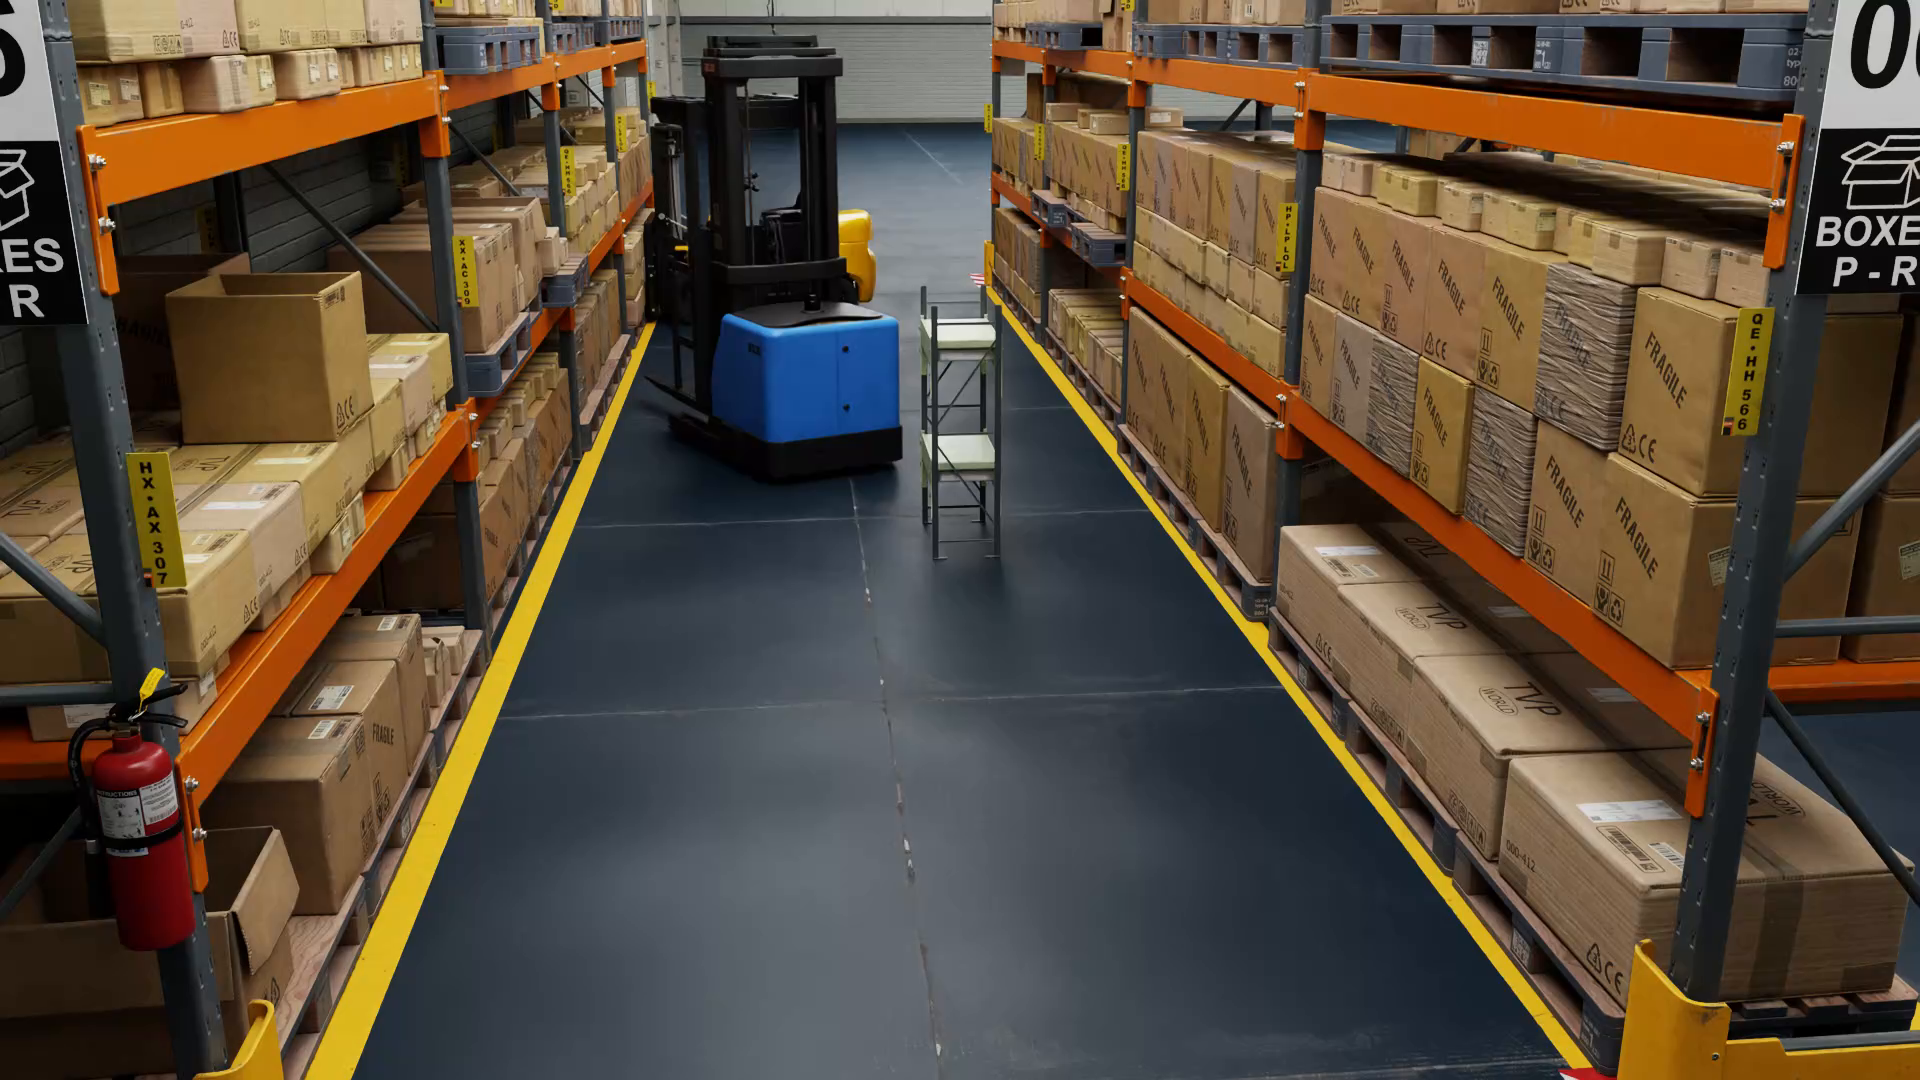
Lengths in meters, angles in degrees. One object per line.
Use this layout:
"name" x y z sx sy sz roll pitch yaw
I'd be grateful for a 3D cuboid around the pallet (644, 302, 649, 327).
"pallet" -3.817 -2.462 17.665 1.003 0.211 1.213 -2 18 -6

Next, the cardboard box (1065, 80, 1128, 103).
"cardboard box" 1.429 -4.301 16.536 0.700 0.500 0.500 -2 18 -5

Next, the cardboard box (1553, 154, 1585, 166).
"cardboard box" 5.989 -3.410 15.863 0.500 0.500 0.500 -2 17 -5

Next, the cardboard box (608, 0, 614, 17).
"cardboard box" -3.392 -4.892 15.294 0.380 0.149 0.250 -1 17 -4

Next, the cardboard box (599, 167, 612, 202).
"cardboard box" -3.282 -3.065 14.347 0.500 0.250 0.500 -2 18 -7

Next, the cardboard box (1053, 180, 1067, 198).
"cardboard box" 1.049 -3.175 15.001 0.380 0.149 0.250 -1 17 -5

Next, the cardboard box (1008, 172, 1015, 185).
"cardboard box" 0.733 -3.999 18.325 0.380 0.149 0.250 -1 17 -4

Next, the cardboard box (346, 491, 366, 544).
"cardboard box" -2.302 -0.064 5.792 0.380 0.149 0.250 -1 17 -4

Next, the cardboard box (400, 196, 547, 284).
"cardboard box" -2.883 -1.767 9.923 0.797 0.503 0.637 -2 18 -7

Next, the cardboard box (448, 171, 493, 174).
"cardboard box" -3.669 -2.670 12.424 0.380 0.149 0.250 -2 18 -7

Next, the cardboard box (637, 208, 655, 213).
"cardboard box" -3.702 -3.619 18.917 0.500 0.250 0.500 -1 17 -4

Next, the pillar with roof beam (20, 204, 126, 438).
"pillar with roof beam" 0.635 -3.566 6.512 9.100 9.000 0.400 -2 18 -6

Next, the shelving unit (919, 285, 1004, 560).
"shelving unit" -0.001 -0.718 9.959 0.431 1.500 0.755 -2 18 -6

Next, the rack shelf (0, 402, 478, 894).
"rack shelf" -2.616 0.133 5.946 1.077 0.370 4.000 -2 18 -6

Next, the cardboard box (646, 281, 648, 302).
"cardboard box" -3.537 -2.687 17.619 0.500 0.250 0.500 -1 17 -4

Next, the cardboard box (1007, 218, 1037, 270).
"cardboard box" 0.790 -3.221 18.065 0.500 0.500 0.500 -1 17 -5

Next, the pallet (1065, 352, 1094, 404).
"pallet" 1.500 -1.417 14.339 1.003 0.211 1.213 -2 18 -6

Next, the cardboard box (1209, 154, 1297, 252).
"cardboard box" 1.725 -1.916 9.436 0.500 0.500 0.500 -1 17 -4

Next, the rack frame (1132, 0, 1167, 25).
"rack frame" 1.702 -5.014 11.125 1.000 3.000 0.127 -2 18 -6

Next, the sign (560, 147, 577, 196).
"sign" -2.696 -2.532 11.433 0.100 0.325 0.005 -2 18 -6

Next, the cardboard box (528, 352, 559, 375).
"cardboard box" -2.932 -1.175 11.303 0.380 0.149 0.250 -3 18 -8

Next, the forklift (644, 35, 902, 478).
"forklift" -1.578 -2.214 12.336 1.130 2.935 3.031 -10 20 -28

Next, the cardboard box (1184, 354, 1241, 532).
"cardboard box" 1.870 -0.598 9.920 0.875 0.875 0.875 -1 17 -4

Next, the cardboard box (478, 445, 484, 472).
"cardboard box" -2.738 -0.394 8.815 0.380 0.149 0.250 -3 18 -9

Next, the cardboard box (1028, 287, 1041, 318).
"cardboard box" 0.961 -2.400 16.704 0.500 0.250 0.500 -1 17 -3

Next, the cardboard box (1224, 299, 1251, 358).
"cardboard box" 1.766 -1.166 9.135 0.500 0.250 0.500 -2 18 -6

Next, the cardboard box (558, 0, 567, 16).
"cardboard box" -3.067 -3.948 11.701 0.500 0.500 0.500 -2 18 -5

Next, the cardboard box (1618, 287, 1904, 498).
"cardboard box" 2.241 -0.430 4.701 0.500 0.500 0.500 -1 17 -4

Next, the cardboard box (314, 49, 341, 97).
"cardboard box" -2.303 -1.561 5.554 0.380 0.149 0.250 -1 17 -5

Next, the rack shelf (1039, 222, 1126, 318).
"rack shelf" 1.496 -2.405 14.030 1.077 0.370 4.000 -2 18 -6

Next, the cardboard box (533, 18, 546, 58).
"cardboard box" -2.941 -3.212 10.642 0.500 0.250 0.500 -2 18 -7

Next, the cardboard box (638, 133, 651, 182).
"cardboard box" -3.748 -4.290 18.668 0.500 0.500 0.500 -2 18 -7

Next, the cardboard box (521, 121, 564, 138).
"cardboard box" -4.006 -3.929 15.937 0.380 0.149 0.250 -2 18 -6

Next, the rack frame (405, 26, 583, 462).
"rack frame" -3.235 -1.998 11.532 1.000 3.000 0.127 -2 18 -6

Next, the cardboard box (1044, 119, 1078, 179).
"cardboard box" 1.052 -3.585 15.224 0.500 0.500 0.500 -1 17 -4

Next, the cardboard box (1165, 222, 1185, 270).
"cardboard box" 1.600 -1.858 10.502 0.500 0.250 0.500 -2 18 -6

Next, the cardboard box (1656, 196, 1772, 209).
"cardboard box" 2.647 -1.104 5.767 0.380 0.149 0.250 -2 18 -5

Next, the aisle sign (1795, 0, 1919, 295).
"aisle sign" 2.226 -0.978 3.944 0.394 0.787 0.004 -2 18 -6

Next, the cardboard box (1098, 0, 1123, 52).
"cardboard box" 1.516 -4.086 13.004 0.797 0.503 0.637 -2 18 -6

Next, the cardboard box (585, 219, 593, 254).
"cardboard box" -3.145 -2.369 12.966 0.500 0.250 0.500 -2 18 -7

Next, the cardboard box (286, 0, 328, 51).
"cardboard box" -2.373 -1.713 5.373 0.500 0.250 0.500 -2 18 -7

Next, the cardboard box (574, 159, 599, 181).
"cardboard box" -3.126 -2.995 13.460 0.380 0.149 0.250 -2 18 -7

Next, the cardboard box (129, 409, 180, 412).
"cardboard box" -2.930 -0.417 6.252 0.500 0.250 0.500 -1 17 -4

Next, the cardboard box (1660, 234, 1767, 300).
"cardboard box" 2.241 -0.778 4.730 0.380 0.149 0.250 -1 17 -5

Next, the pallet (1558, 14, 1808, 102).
"pallet" 2.440 -1.378 4.699 1.003 0.211 1.213 -2 18 -6

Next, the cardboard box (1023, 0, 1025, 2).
"cardboard box" 0.839 -5.508 16.793 0.380 0.149 0.250 -2 17 -5

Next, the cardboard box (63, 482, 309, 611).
"cardboard box" -2.241 0.022 4.853 0.500 0.250 0.500 -2 17 -5

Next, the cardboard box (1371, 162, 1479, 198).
"cardboard box" 2.000 -1.542 7.161 0.380 0.149 0.250 -2 18 -6

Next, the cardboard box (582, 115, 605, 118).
"cardboard box" -3.640 -4.248 16.953 0.380 0.149 0.250 -2 18 -5

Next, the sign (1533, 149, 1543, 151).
"sign" 5.651 -3.960 16.205 0.100 0.325 0.005 -2 18 -6

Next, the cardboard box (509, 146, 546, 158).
"cardboard box" -3.825 -3.435 14.861 0.380 0.149 0.250 -2 18 -7

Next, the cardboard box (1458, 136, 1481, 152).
"cardboard box" 5.980 -4.190 18.266 0.875 0.550 0.500 -2 18 -6

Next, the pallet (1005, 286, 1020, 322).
"pallet" 1.056 -2.577 18.032 1.003 0.211 1.213 -2 18 -6
